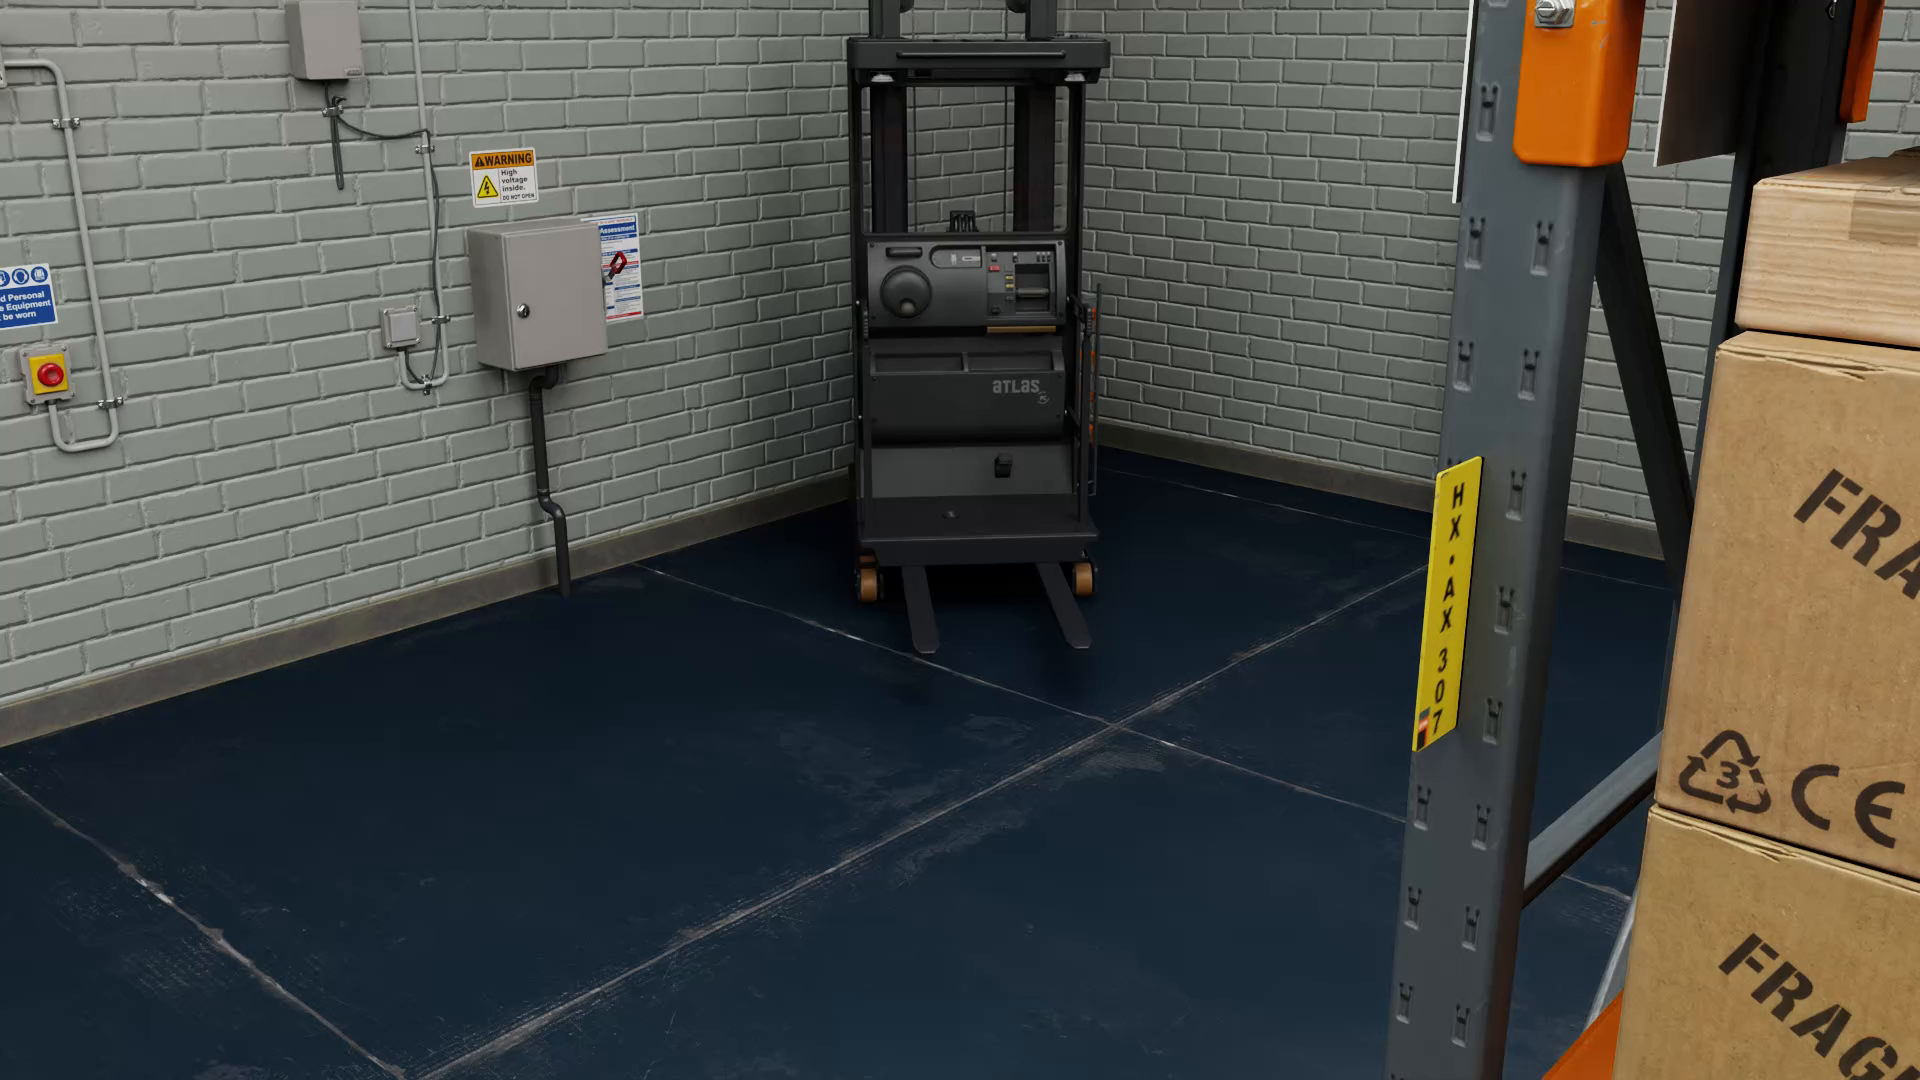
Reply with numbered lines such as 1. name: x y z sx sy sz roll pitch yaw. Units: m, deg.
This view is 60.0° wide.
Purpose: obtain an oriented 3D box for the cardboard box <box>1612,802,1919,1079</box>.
1. cardboard box: 1.085 0.513 1.870 0.500 0.500 0.500 15 23 39

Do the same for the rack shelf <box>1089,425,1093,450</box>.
1. rack shelf: 0.516 -0.608 9.424 0.258 0.148 0.480 -14 23 -38

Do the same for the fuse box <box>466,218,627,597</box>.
1. fuse box: -1.812 -0.559 7.545 0.414 1.711 0.539 15 23 39

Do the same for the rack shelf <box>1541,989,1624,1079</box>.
1. rack shelf: 2.413 1.144 1.237 4.000 0.370 1.077 15 23 39

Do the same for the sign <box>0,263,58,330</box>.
1. sign: -3.394 -0.857 5.908 0.001 0.218 0.327 15 23 39

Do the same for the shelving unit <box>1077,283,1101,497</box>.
1. shelving unit: 0.516 -0.862 9.344 0.258 1.200 0.503 -14 23 -38

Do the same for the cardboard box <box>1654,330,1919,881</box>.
1. cardboard box: 1.087 0.036 1.721 0.500 0.500 0.500 14 23 38

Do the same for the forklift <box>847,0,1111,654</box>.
1. forklift: 0.051 -1.209 7.575 1.130 2.935 3.031 -1 18 -5

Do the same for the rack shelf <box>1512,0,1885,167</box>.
1. rack shelf: 2.413 -0.286 0.784 4.000 0.370 1.077 15 23 39

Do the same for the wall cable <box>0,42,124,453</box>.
1. wall cable: -3.316 -1.226 5.786 0.123 1.953 0.585 15 23 39

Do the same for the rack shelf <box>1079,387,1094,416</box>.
1. rack shelf: 0.516 -0.798 9.364 0.258 0.148 0.480 -14 23 -38

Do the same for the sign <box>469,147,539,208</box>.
1. sign: -2.004 -1.596 7.316 0.001 0.242 0.339 15 23 39

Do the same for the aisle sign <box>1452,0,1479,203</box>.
1. aisle sign: 0.671 -0.788 1.839 0.004 0.787 0.394 15 23 39

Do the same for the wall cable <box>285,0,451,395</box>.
1. wall cable: -2.383 -1.535 6.809 0.122 1.984 0.588 15 23 39

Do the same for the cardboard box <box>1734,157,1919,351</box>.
1. cardboard box: 0.999 -0.300 1.707 0.250 0.149 0.380 16 23 40

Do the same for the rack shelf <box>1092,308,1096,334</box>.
1. rack shelf: 0.516 -1.236 9.225 0.258 0.148 0.480 -14 23 -38

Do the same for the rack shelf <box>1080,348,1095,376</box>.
1. rack shelf: 0.516 -1.011 9.297 0.258 0.148 0.480 -14 23 -38

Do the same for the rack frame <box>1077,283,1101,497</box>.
1. rack frame: 0.675 -0.806 9.167 0.240 1.200 0.015 -14 23 -38

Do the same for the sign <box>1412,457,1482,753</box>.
1. sign: 0.544 0.074 1.859 0.005 0.325 0.100 15 23 39

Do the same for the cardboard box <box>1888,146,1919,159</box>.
1. cardboard box: 1.318 -0.407 2.045 0.250 0.149 0.380 15 23 40

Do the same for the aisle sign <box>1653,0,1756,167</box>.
1. aisle sign: 1.069 -0.924 2.267 0.004 0.787 0.394 15 23 39

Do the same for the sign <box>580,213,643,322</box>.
1. sign: -1.639 -1.281 7.847 0.001 0.494 0.329 15 23 39
